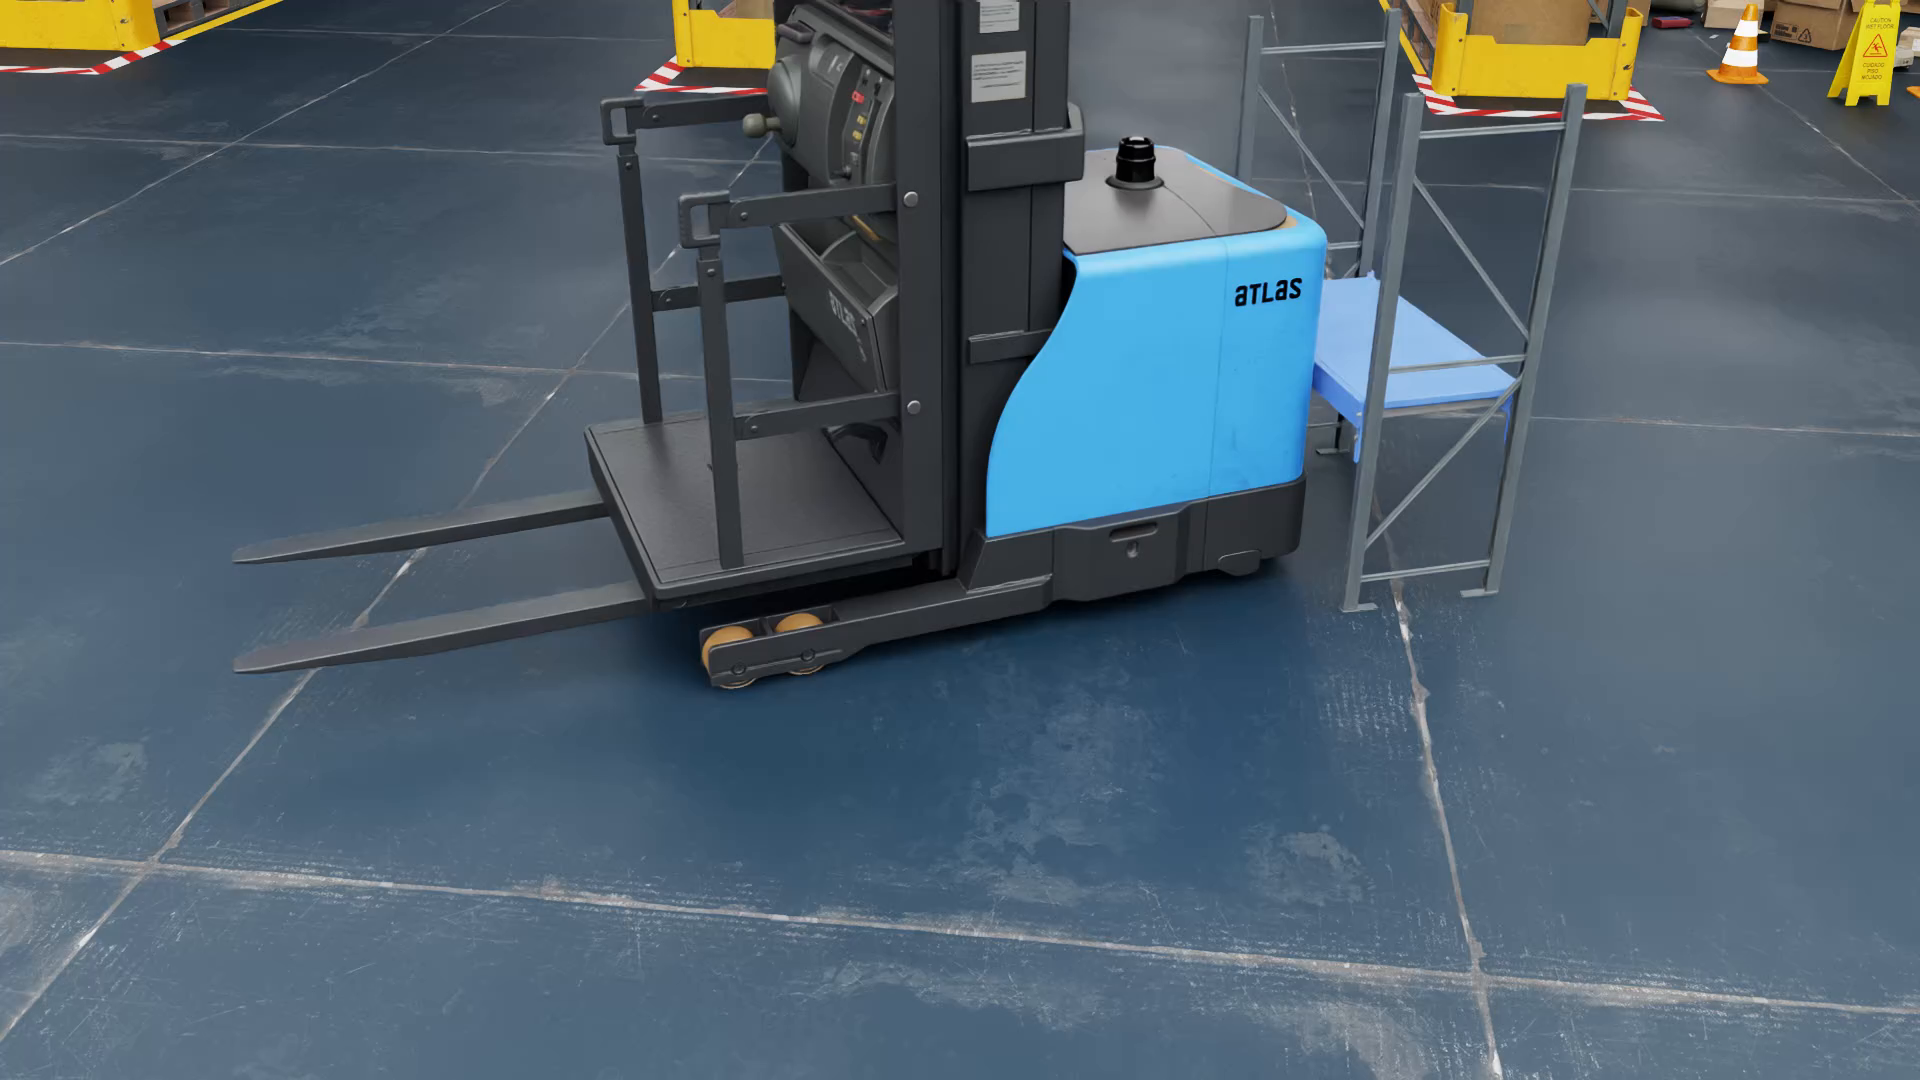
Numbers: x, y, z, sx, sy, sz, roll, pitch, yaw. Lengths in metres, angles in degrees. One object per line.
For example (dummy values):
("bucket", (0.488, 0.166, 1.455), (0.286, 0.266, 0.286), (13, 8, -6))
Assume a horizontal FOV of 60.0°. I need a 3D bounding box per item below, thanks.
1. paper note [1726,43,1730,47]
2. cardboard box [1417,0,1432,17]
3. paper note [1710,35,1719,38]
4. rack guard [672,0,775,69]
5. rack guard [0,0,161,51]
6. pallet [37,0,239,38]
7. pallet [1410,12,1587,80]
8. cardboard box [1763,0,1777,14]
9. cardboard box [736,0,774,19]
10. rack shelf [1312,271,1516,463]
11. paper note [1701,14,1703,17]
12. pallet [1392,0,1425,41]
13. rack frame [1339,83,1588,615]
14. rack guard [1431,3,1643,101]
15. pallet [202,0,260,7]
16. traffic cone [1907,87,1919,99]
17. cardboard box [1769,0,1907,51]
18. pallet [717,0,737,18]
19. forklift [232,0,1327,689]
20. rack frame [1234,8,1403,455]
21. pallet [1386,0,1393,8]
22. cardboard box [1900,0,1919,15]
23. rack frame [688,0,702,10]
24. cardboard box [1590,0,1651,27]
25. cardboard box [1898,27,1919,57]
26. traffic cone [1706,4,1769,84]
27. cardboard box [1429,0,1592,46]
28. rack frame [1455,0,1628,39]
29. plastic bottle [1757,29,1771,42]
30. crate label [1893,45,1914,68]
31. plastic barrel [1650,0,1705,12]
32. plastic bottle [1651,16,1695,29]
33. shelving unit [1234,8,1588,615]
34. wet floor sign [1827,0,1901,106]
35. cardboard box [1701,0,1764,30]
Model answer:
("paper note", (5.464, -3.478, 11.676), (0.144, 0.017, 0.142), (14, 31, 24))
("cardboard box", (3.716, -4.153, 11.594), (0.875, 0.875, 0.875), (3, 28, 5))
("paper note", (5.426, -3.623, 11.964), (0.032, 0.001, 0.123), (20, 34, 32))
("rack guard", (-1.309, -3.437, 11.103), (1.175, 0.500, 0.348), (3, 28, 6))
("rack guard", (-6.271, -3.728, 11.643), (1.175, 0.500, 0.348), (3, 28, 6))
("pallet", (-6.166, -3.983, 12.421), (1.003, 0.211, 1.213), (3, 28, 6))
("pallet", (3.613, -3.320, 11.189), (1.003, 0.211, 1.213), (3, 28, 6))
("cardboard box", (6.326, -4.302, 12.561), (0.797, 0.637, 0.503), (3, 28, 6))
("cardboard box", (-1.225, -3.880, 11.481), (0.500, 0.500, 0.500), (9, 30, 16))
("rack shelf", (1.236, -0.554, 5.076), (0.538, 0.185, 1.000), (-7, 29, -12))
("paper note", (5.732, -3.993, 12.638), (0.172, 0.023, 0.155), (14, 31, 24))
("pallet", (3.765, -3.892, 12.252), (1.003, 0.211, 1.213), (3, 28, 6))
("rack frame", (1.356, -0.478, 4.556), (0.500, 1.500, 0.032), (-7, 29, -12))
("rack guard", (3.589, -3.055, 10.393), (1.175, 0.500, 0.348), (3, 28, 6))
("pallet", (-6.014, -4.556, 13.484), (1.003, 0.211, 1.213), (3, 28, 6))
("traffic cone", (6.147, -2.991, 10.314), (0.336, 0.463, 0.334), (3, 28, 6))
("cardboard box", (6.220, -3.801, 11.775), (0.797, 0.503, 0.637), (-17, 33, -29))
("pallet", (-1.174, -3.691, 11.878), (1.003, 0.211, 1.213), (3, 28, 6))
("forklift", (-0.531, -1.170, 4.332), (3.031, 2.935, 1.130), (-10, 30, -19))
("rack frame", (1.115, -0.946, 5.425), (0.500, 1.500, 0.032), (-7, 29, -12))
("pallet", (3.912, -4.468, 13.321), (1.003, 0.211, 1.213), (3, 28, 6))
("cardboard box", (7.526, -4.284, 12.673), (0.500, 0.500, 0.500), (-24, 36, -37))
("rack frame", (-1.318, -4.502, 10.444), (1.000, 3.000, 0.127), (3, 28, 6))
("cardboard box", (4.911, -4.160, 12.441), (0.500, 0.500, 0.500), (8, 29, 15))
("cardboard box", (6.673, -3.405, 11.414), (0.380, 0.149, 0.250), (20, 34, 32))
("traffic cone", (5.067, -3.217, 10.733), (0.336, 0.463, 0.334), (3, 28, 6))
("cardboard box", (3.610, -3.739, 10.825), (0.875, 0.875, 0.875), (4, 29, 6))
("rack frame", (3.592, -4.166, 9.821), (1.000, 3.000, 0.127), (3, 28, 6))
("plastic bottle", (5.665, -3.628, 11.920), (0.133, 0.061, 0.283), (-6, 29, -11))
("crate label", (6.181, -3.222, 11.085), (0.250, 0.136, 0.298), (-11, 30, -20))
("plastic barrel", (5.466, -4.292, 12.770), (0.421, 0.421, 0.512), (-24, 36, -37))
("plastic bottle", (5.274, -3.825, 12.286), (0.283, 0.061, 0.133), (-6, 29, -11))
("shelving unit", (1.236, -0.712, 4.991), (0.538, 1.500, 1.048), (-7, 29, -12))
("wet floor sign", (5.554, -3.001, 10.140), (0.267, 0.644, 0.232), (-1, 28, -3))
("cardboard box", (5.700, -3.929, 12.264), (0.396, 0.266, 0.258), (8, 29, 15))
